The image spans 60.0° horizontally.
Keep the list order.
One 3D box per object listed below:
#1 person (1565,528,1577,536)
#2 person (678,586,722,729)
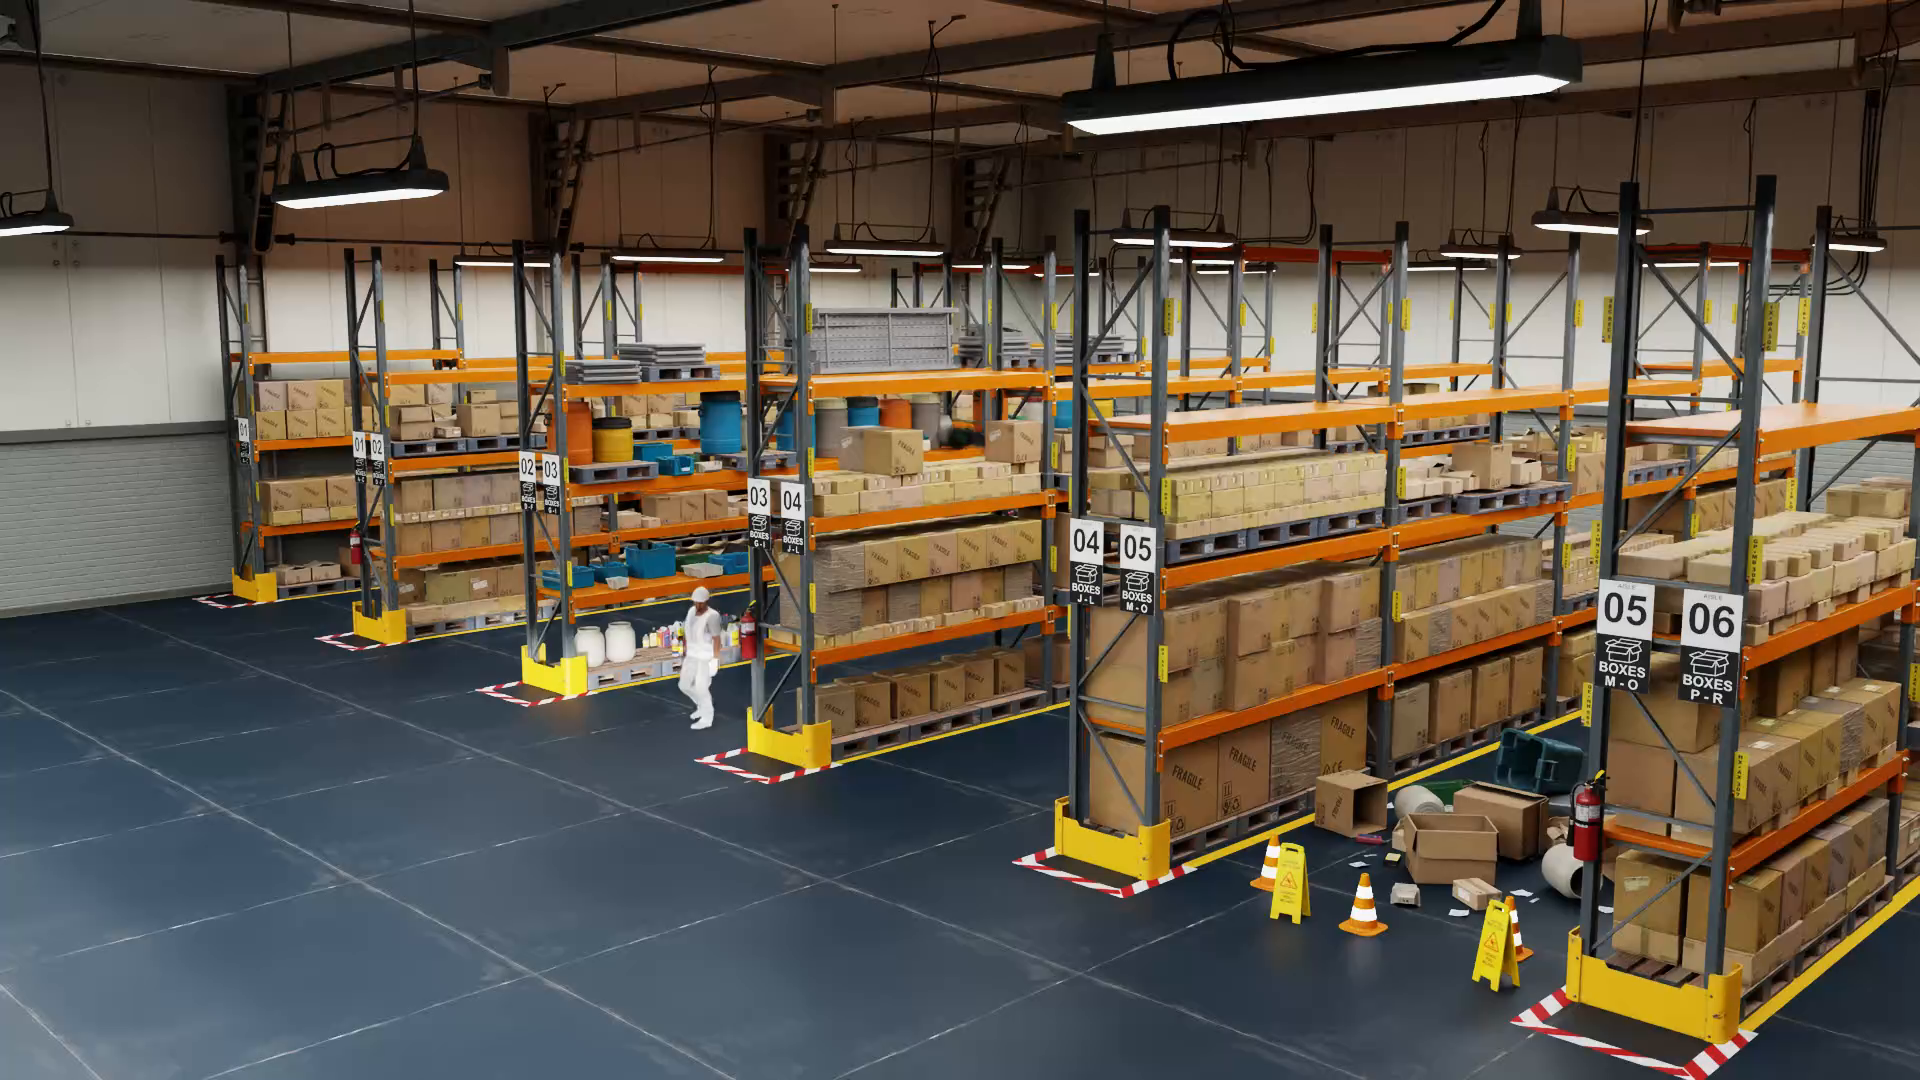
[{"bbox_3d":[9.252,0.689,25.445,0.667,1.753,0.717,7,11,40],"label":"person"},{"bbox_3d":[-3.125,1.414,20.211,0.681,1.763,0.477,7,11,40],"label":"person"}]
